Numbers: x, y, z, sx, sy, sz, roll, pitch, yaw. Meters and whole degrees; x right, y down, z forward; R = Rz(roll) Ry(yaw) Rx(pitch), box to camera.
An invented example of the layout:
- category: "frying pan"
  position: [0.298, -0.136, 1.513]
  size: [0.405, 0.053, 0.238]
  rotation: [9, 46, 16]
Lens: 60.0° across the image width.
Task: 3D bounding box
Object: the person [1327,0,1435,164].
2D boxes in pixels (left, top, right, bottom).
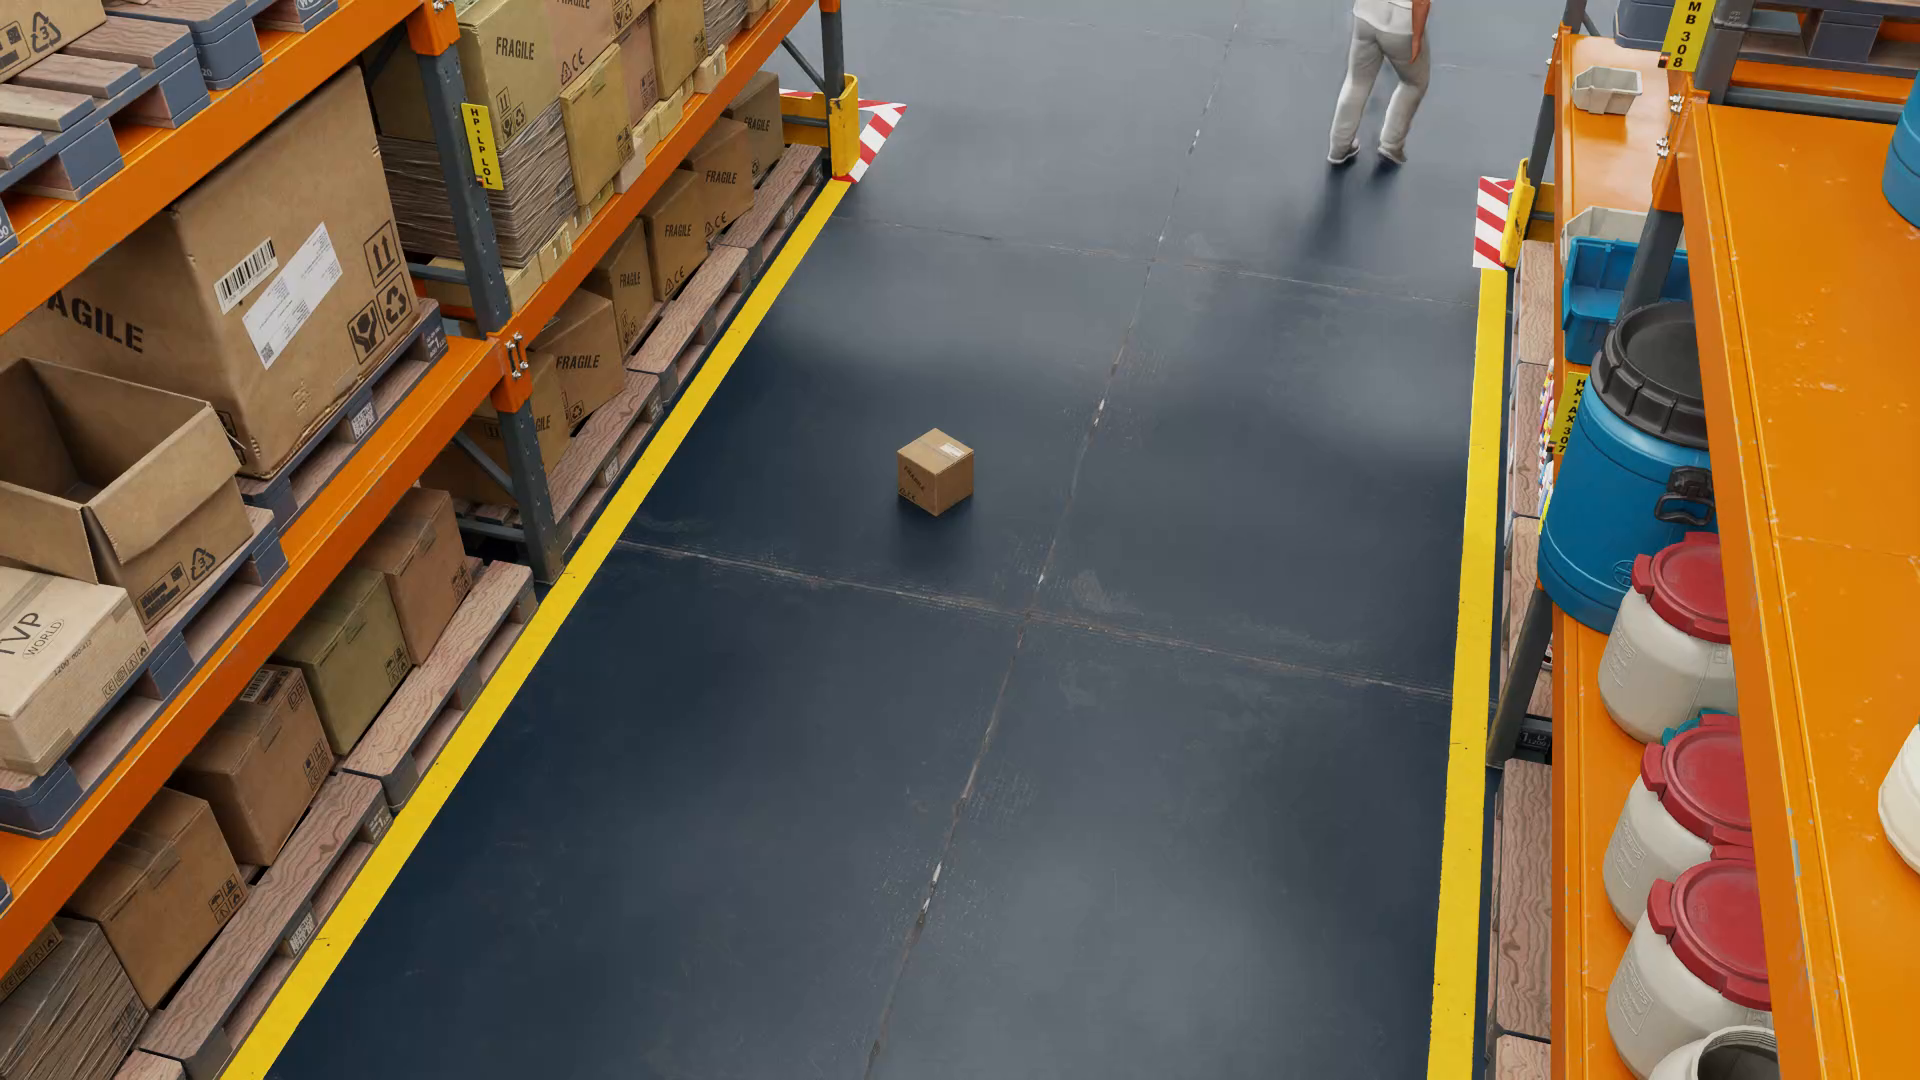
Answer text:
- category: "person"
  position: [2.487, -2.964, 9.648]
  size: [0.559, 1.846, 0.620]
  rotation: [-29, 49, -30]
